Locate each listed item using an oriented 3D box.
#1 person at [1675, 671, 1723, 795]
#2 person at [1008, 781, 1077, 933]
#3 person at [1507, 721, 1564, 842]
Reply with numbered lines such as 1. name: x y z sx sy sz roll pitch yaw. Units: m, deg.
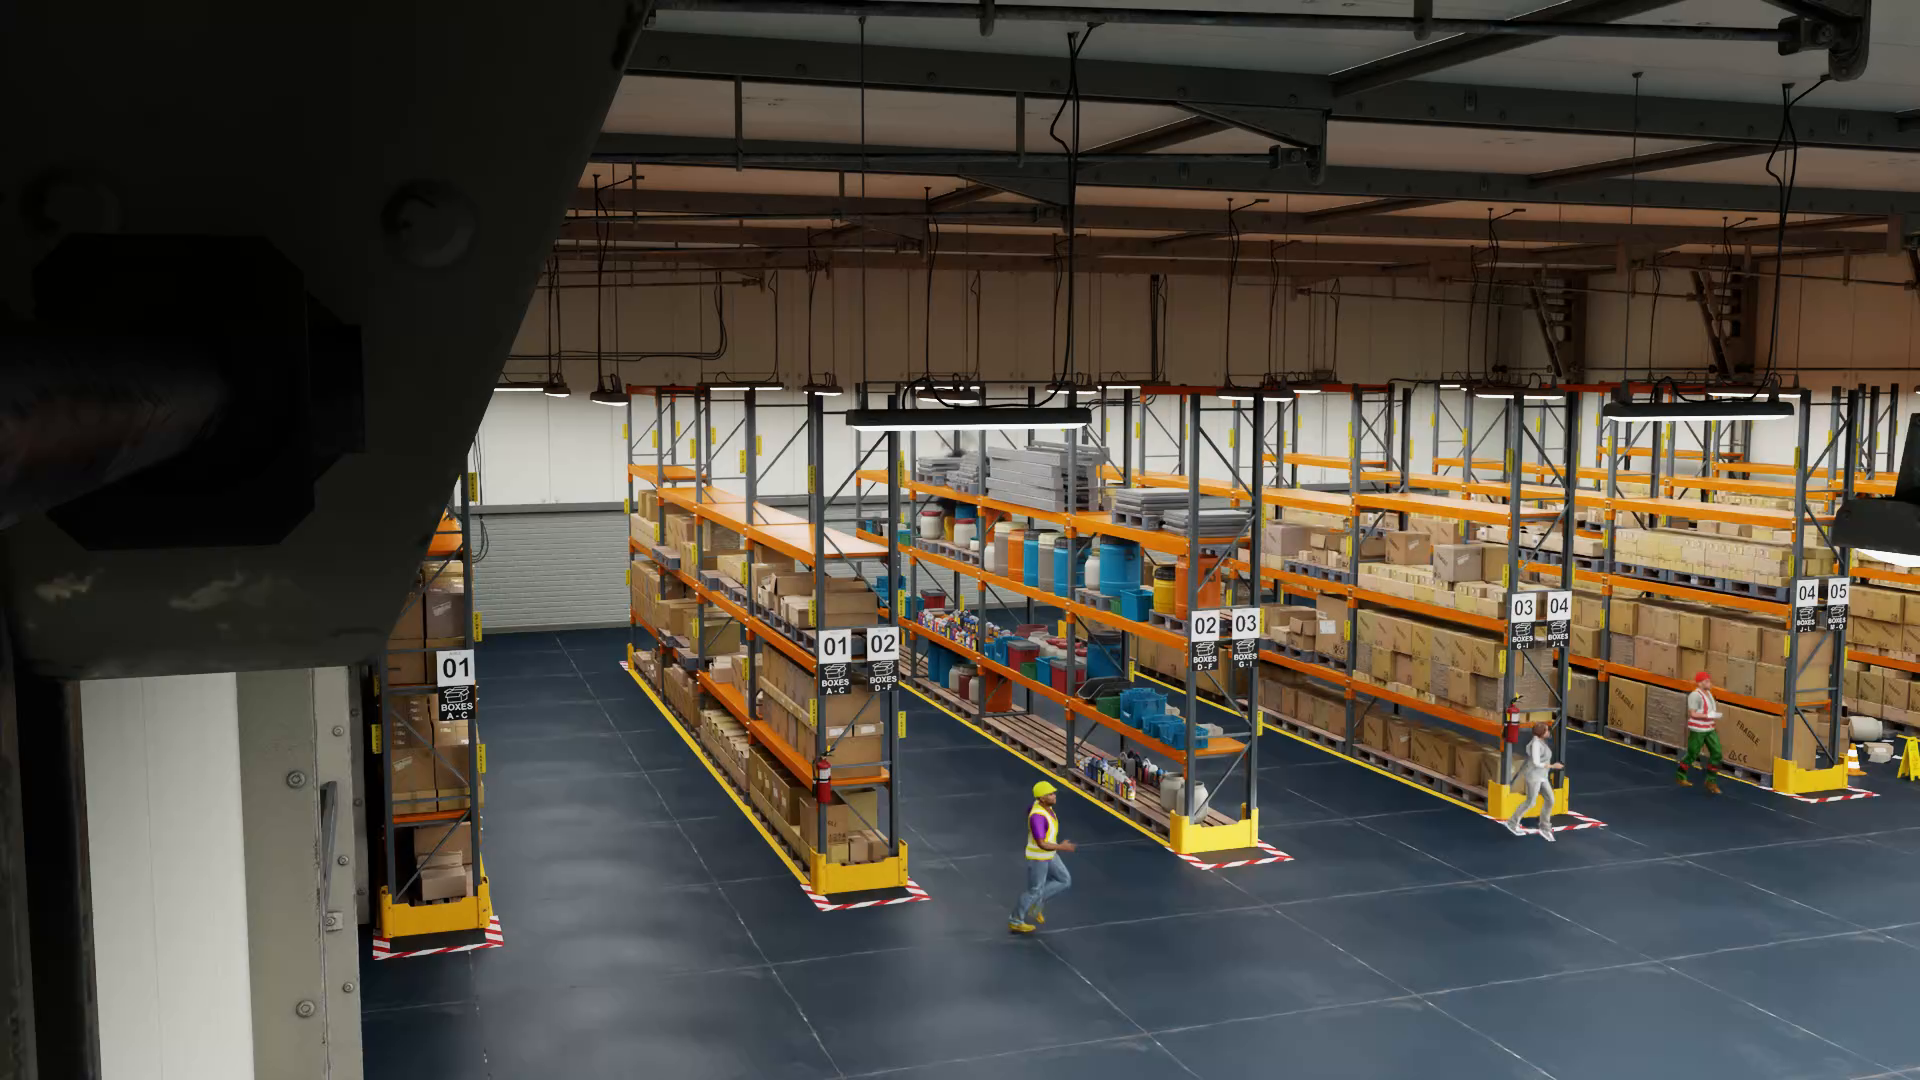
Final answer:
1. person: 11.072 2.880 24.832 0.665 1.858 0.725 -4 7 -34
2. person: 0.947 3.533 18.653 0.784 1.714 0.731 2 6 15
3. person: 7.734 3.245 22.315 0.712 1.661 0.559 4 7 32
